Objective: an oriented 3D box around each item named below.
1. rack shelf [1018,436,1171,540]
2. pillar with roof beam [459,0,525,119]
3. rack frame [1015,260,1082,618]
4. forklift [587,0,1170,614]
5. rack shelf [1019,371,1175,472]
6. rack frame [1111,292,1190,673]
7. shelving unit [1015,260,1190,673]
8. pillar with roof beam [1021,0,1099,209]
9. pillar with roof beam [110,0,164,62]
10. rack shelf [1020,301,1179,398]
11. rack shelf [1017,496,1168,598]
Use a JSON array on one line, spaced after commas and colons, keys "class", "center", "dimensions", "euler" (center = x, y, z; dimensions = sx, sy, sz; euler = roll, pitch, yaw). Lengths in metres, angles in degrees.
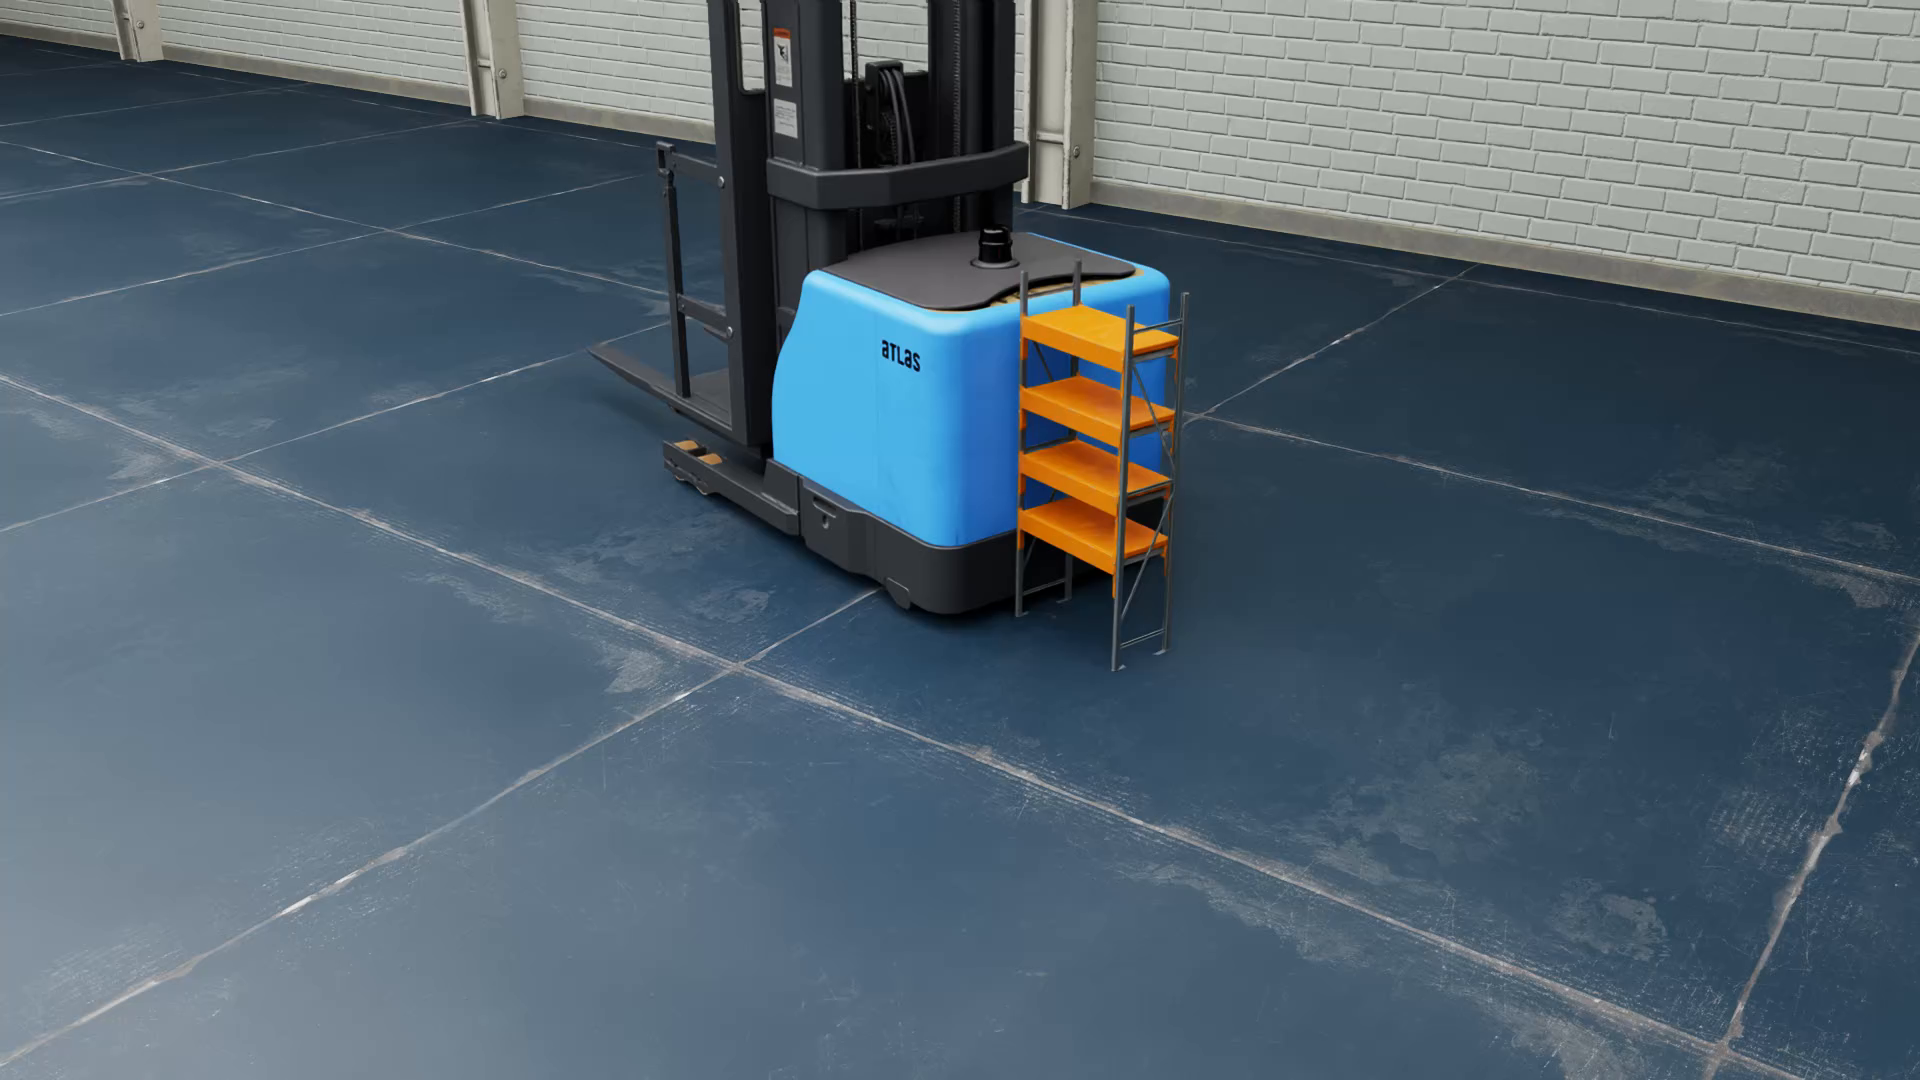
[{"class": "rack shelf", "center": [0.435, -0.174, 5.323], "dimensions": [0.258, 0.148, 0.480], "euler": [-17, 29, -34]}, {"class": "pillar with roof beam", "center": [-6.708, -6.540, 9.932], "dimensions": [0.400, 9.000, 9.100], "euler": [17, 29, 33]}, {"class": "rack frame", "center": [0.287, -0.314, 5.474], "dimensions": [0.240, 1.200, 0.015], "euler": [-17, 29, -34]}, {"class": "forklift", "center": [-0.555, -1.626, 6.304], "dimensions": [1.130, 2.935, 3.031], "euler": [-17, 29, -34]}, {"class": "rack shelf", "center": [0.435, -0.378, 5.233], "dimensions": [0.258, 0.148, 0.480], "euler": [-17, 29, -34]}, {"class": "rack frame", "center": [0.582, -0.157, 5.118], "dimensions": [0.240, 1.200, 0.015], "euler": [-17, 29, -34]}, {"class": "shelving unit", "center": [0.435, -0.235, 5.296], "dimensions": [0.258, 1.200, 0.503], "euler": [-17, 29, -34]}, {"class": "pillar with roof beam", "center": [-1.907, -5.089, 6.639], "dimensions": [0.400, 9.000, 9.100], "euler": [17, 29, 33]}, {"class": "pillar with roof beam", "center": [-11.510, -7.990, 13.225], "dimensions": [0.400, 9.000, 9.100], "euler": [17, 29, 33]}, {"class": "rack shelf", "center": [0.435, -0.595, 5.138], "dimensions": [0.258, 0.148, 0.480], "euler": [-17, 29, -34]}, {"class": "rack shelf", "center": [0.435, 0.008, 5.403], "dimensions": [0.258, 0.148, 0.480], "euler": [-17, 29, -34]}]
